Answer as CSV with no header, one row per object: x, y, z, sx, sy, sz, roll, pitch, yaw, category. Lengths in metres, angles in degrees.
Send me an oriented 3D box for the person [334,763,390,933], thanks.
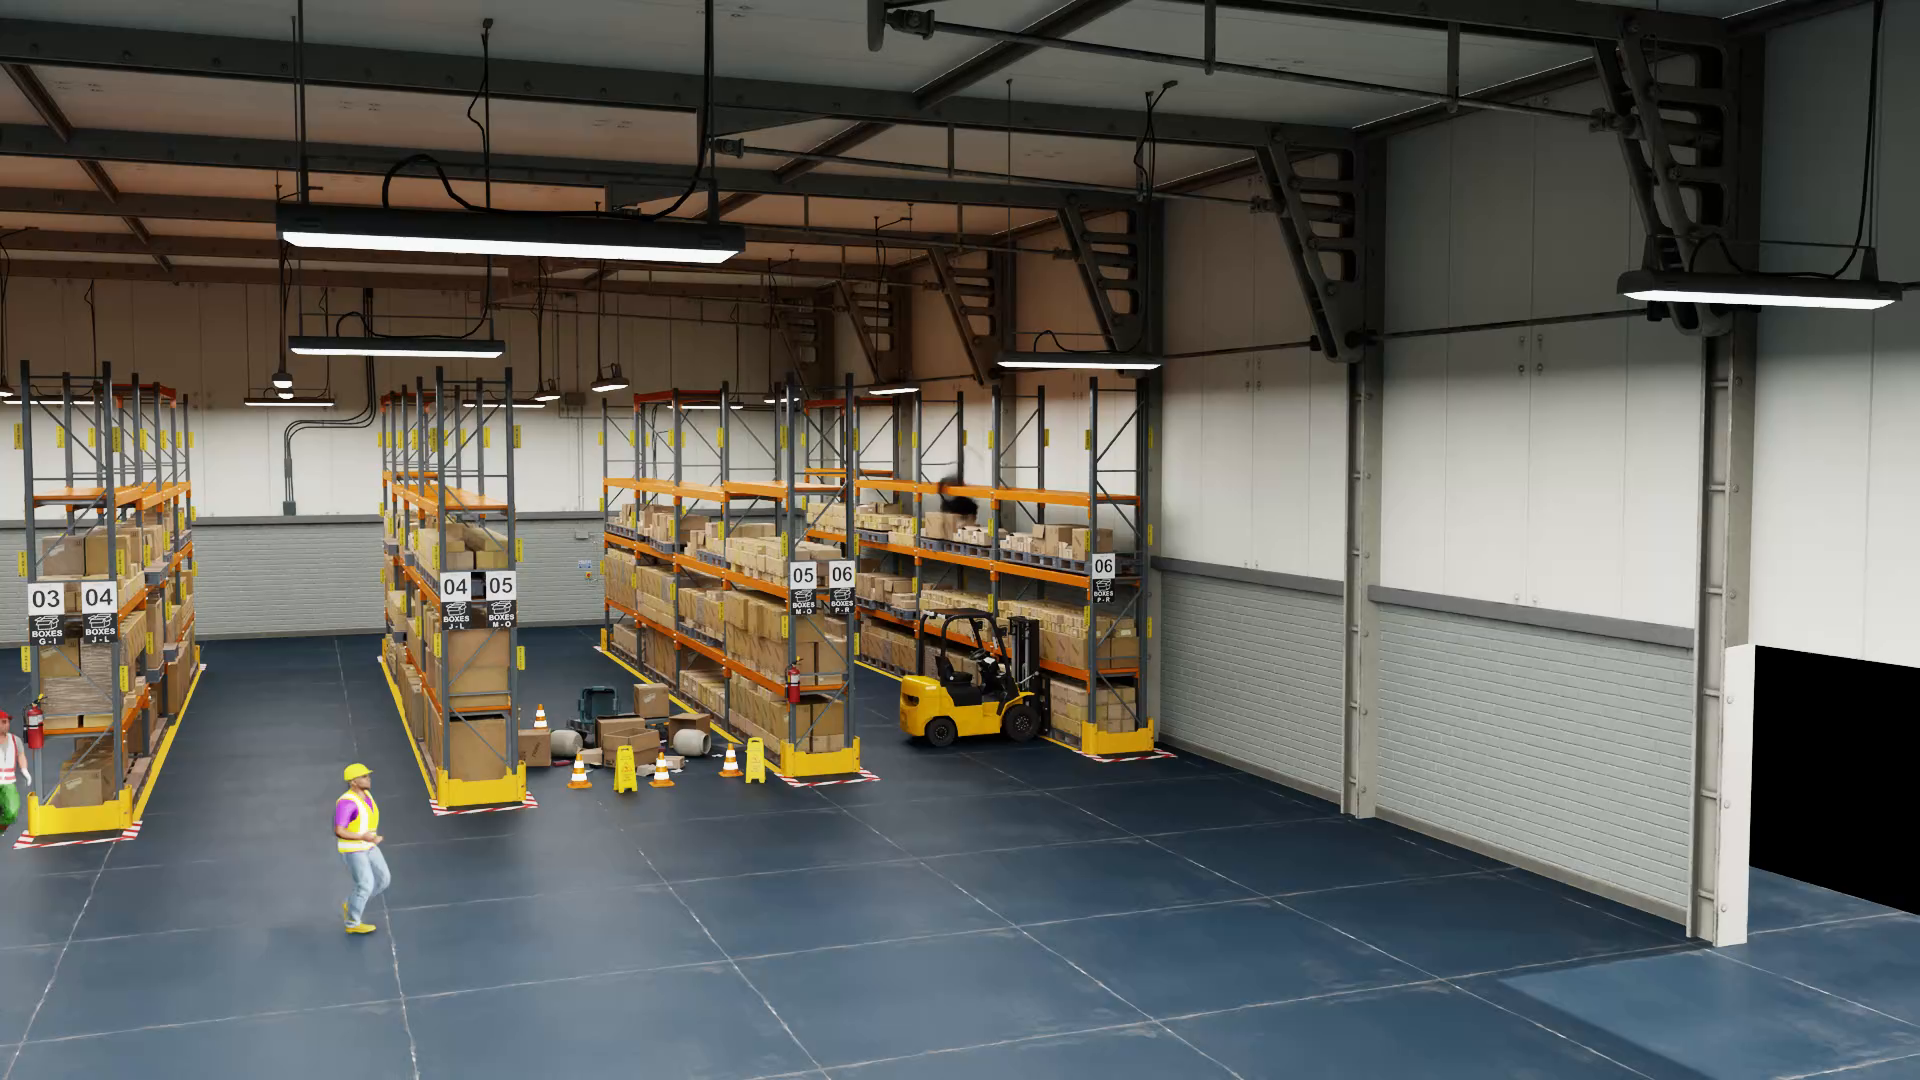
-6.037,3.125,16.870,0.565,1.725,0.713,0,3,6,person

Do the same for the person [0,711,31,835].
-11.506,2.928,19.961,0.501,1.737,0.734,2,4,35,person
